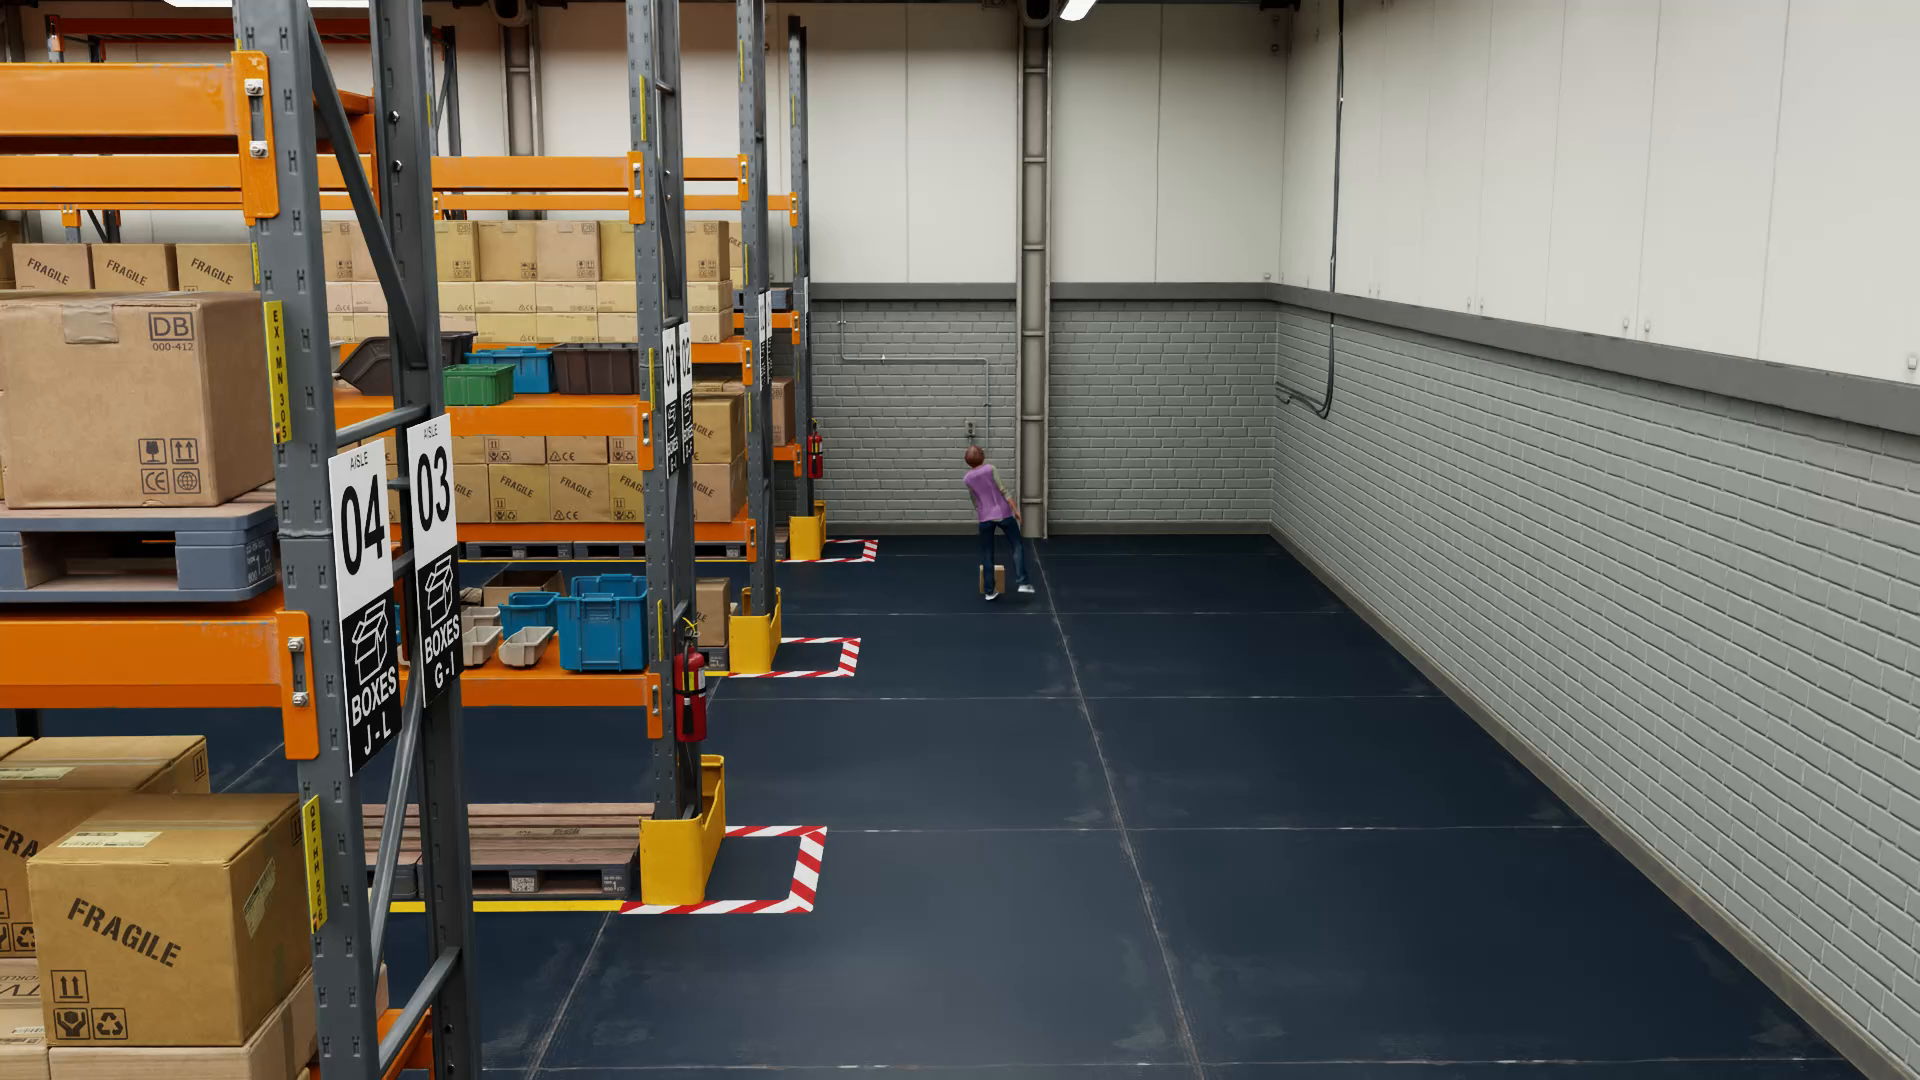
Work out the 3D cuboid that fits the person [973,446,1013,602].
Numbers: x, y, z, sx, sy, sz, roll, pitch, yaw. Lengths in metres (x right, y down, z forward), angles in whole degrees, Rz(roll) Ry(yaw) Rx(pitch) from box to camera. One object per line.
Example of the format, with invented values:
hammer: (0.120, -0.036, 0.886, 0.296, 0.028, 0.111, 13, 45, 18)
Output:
person: (0.329, -0.157, 16.809, 0.407, 1.600, 0.310, 0, 11, 0)
